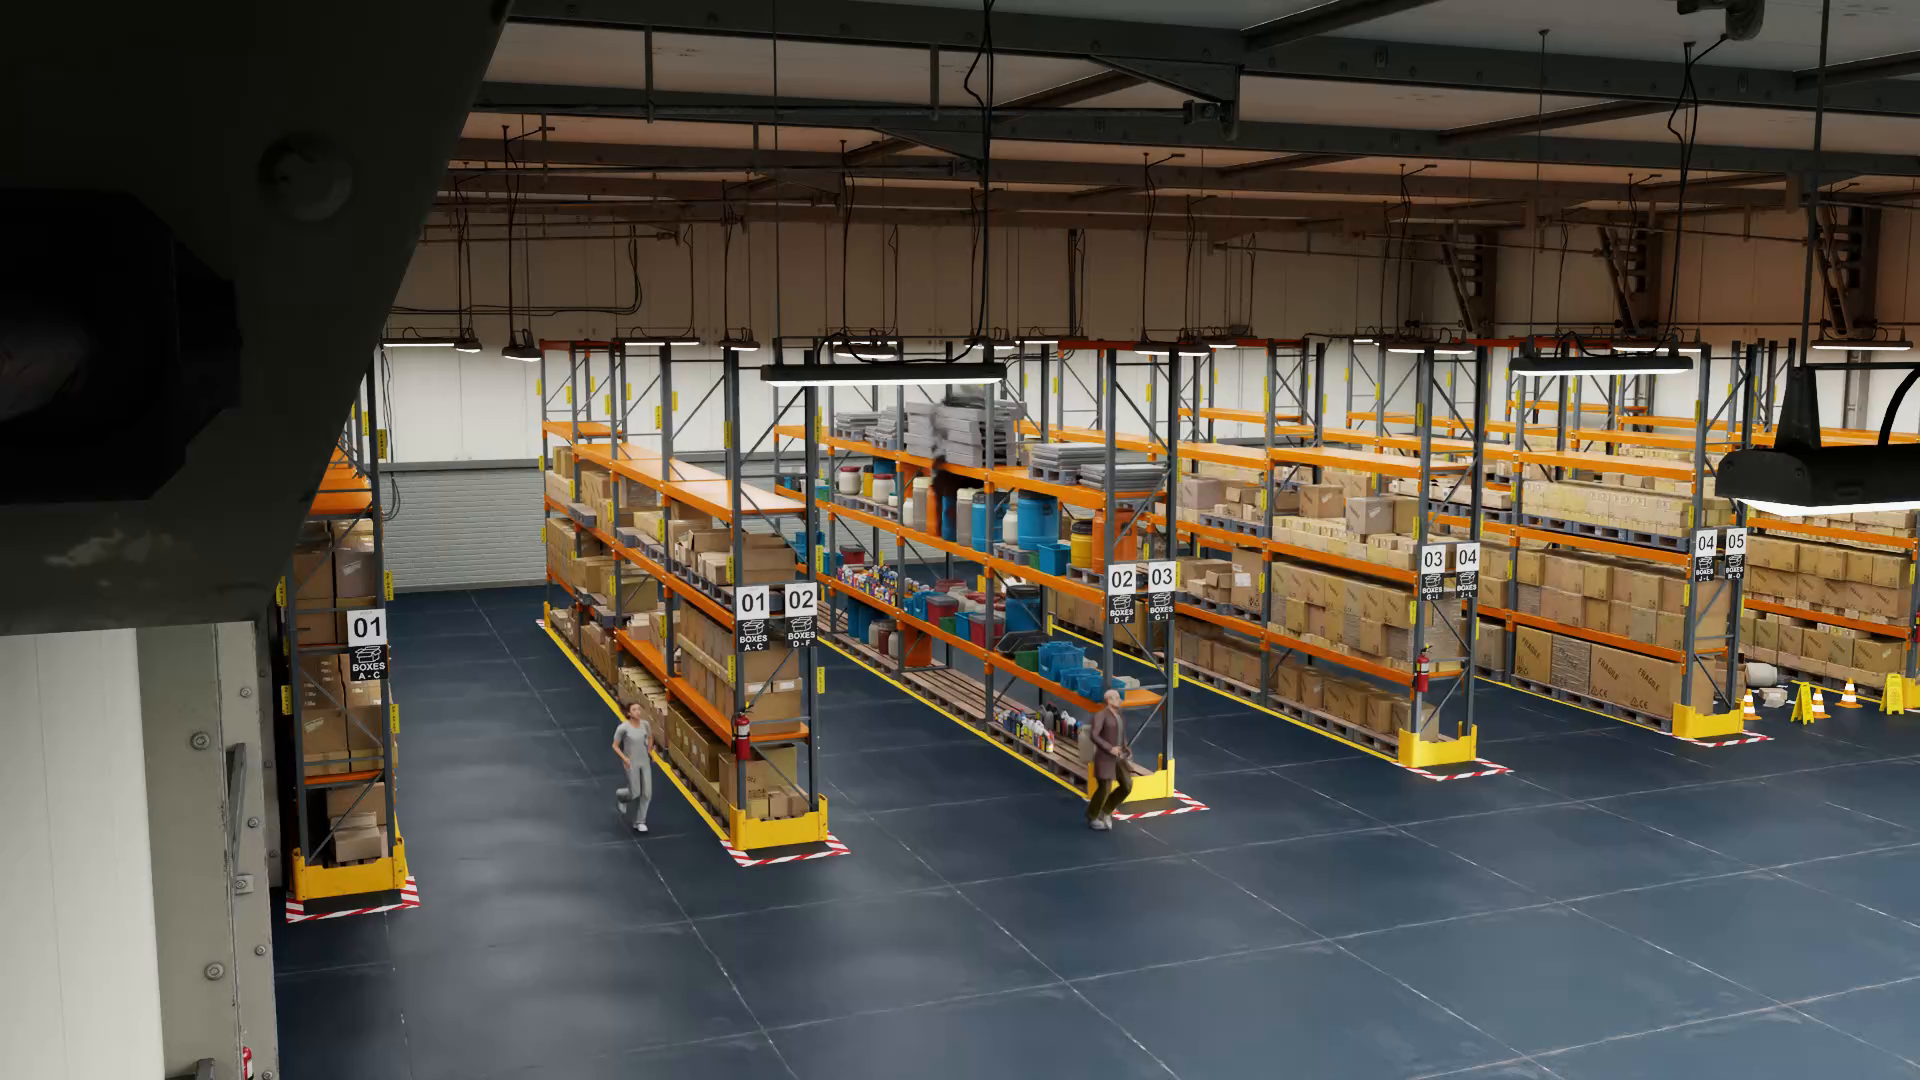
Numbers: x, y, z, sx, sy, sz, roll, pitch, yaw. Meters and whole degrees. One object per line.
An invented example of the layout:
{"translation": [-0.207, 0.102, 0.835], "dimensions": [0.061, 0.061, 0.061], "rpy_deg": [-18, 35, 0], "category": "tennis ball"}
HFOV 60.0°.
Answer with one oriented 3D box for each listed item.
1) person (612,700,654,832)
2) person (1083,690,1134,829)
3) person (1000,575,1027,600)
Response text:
{"translation": [-4.093, 2.814, 20.935], "dimensions": [0.563, 1.628, 0.677], "rpy_deg": [-6, 9, -36], "category": "person"}
{"translation": [1.915, 2.758, 20.931], "dimensions": [0.610, 1.751, 0.786], "rpy_deg": [7, 10, 42], "category": "person"}
{"translation": [1.066, 1.326, 31.773], "dimensions": [0.693, 1.773, 0.907], "rpy_deg": [-5, 9, -31], "category": "person"}
